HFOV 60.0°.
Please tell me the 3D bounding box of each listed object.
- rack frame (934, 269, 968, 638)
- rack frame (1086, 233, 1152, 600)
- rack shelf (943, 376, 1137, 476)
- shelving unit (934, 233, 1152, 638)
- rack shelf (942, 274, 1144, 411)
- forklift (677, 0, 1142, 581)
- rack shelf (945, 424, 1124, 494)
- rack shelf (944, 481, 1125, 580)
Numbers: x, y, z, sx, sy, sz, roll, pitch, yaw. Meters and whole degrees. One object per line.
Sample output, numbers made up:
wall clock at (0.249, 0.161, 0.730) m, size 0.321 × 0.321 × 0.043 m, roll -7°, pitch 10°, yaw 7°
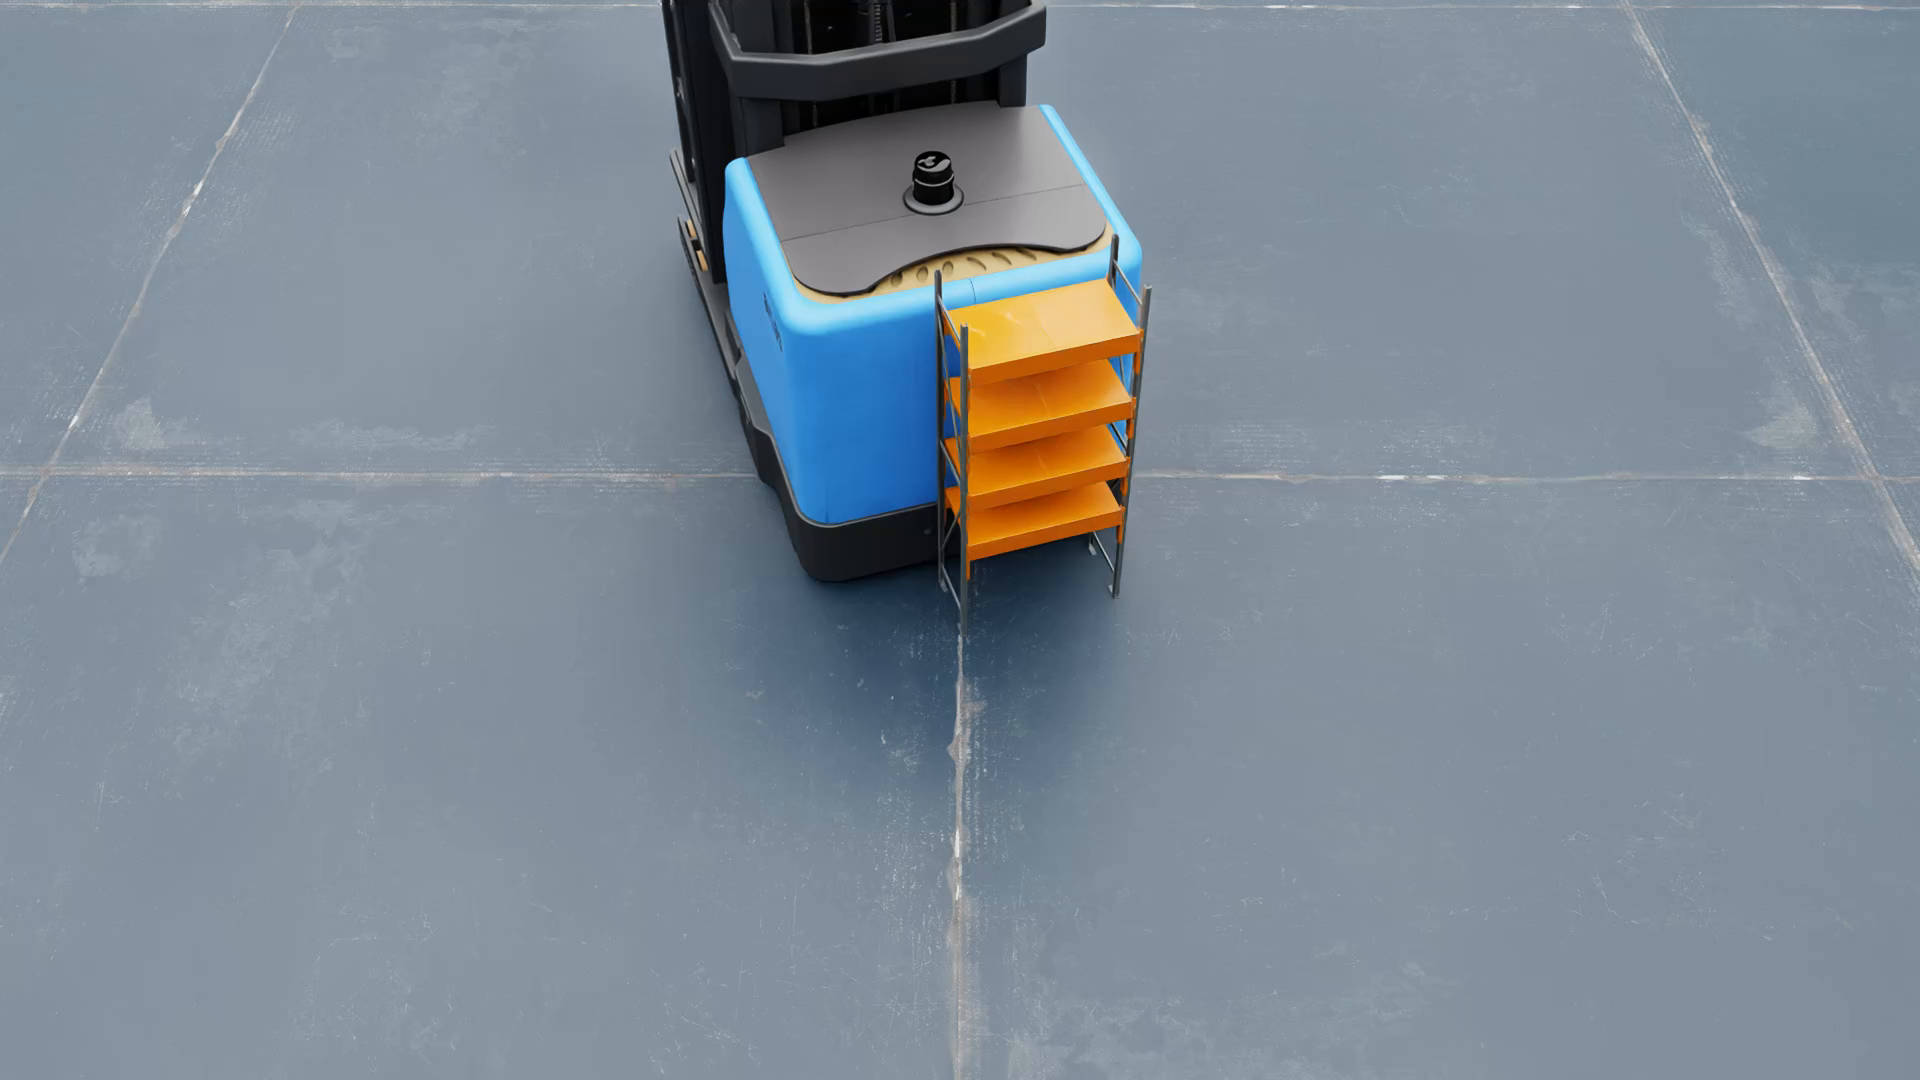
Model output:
rack frame at (-0.023, -0.201, 4.617) m, size 0.015 × 1.200 × 0.240 m, roll -13°, pitch 48°, yaw -12°
rack frame at (0.441, -0.311, 4.720) m, size 0.015 × 1.200 × 0.240 m, roll -13°, pitch 48°, yaw -12°
rack shelf at (0.209, -0.363, 4.554) m, size 0.480 × 0.148 × 0.258 m, roll -13°, pitch 48°, yaw -12°
shelving unit at (0.209, -0.256, 4.669) m, size 0.503 × 1.200 × 0.258 m, roll -13°, pitch 48°, yaw -12°
rack shelf at (0.209, -0.524, 4.381) m, size 0.480 × 0.148 × 0.258 m, roll -13°, pitch 48°, yaw -12°
forklift at (-0.246, -1.573, 4.756) m, size 1.129 × 2.867 × 1.939 m, roll -13°, pitch 48°, yaw -12°
rack shelf at (0.209, -0.237, 4.689) m, size 0.457 × 0.050 × 0.221 m, roll -13°, pitch 48°, yaw -12°
rack shelf at (0.209, -0.075, 4.863) m, size 0.480 × 0.148 × 0.258 m, roll -13°, pitch 48°, yaw -12°
